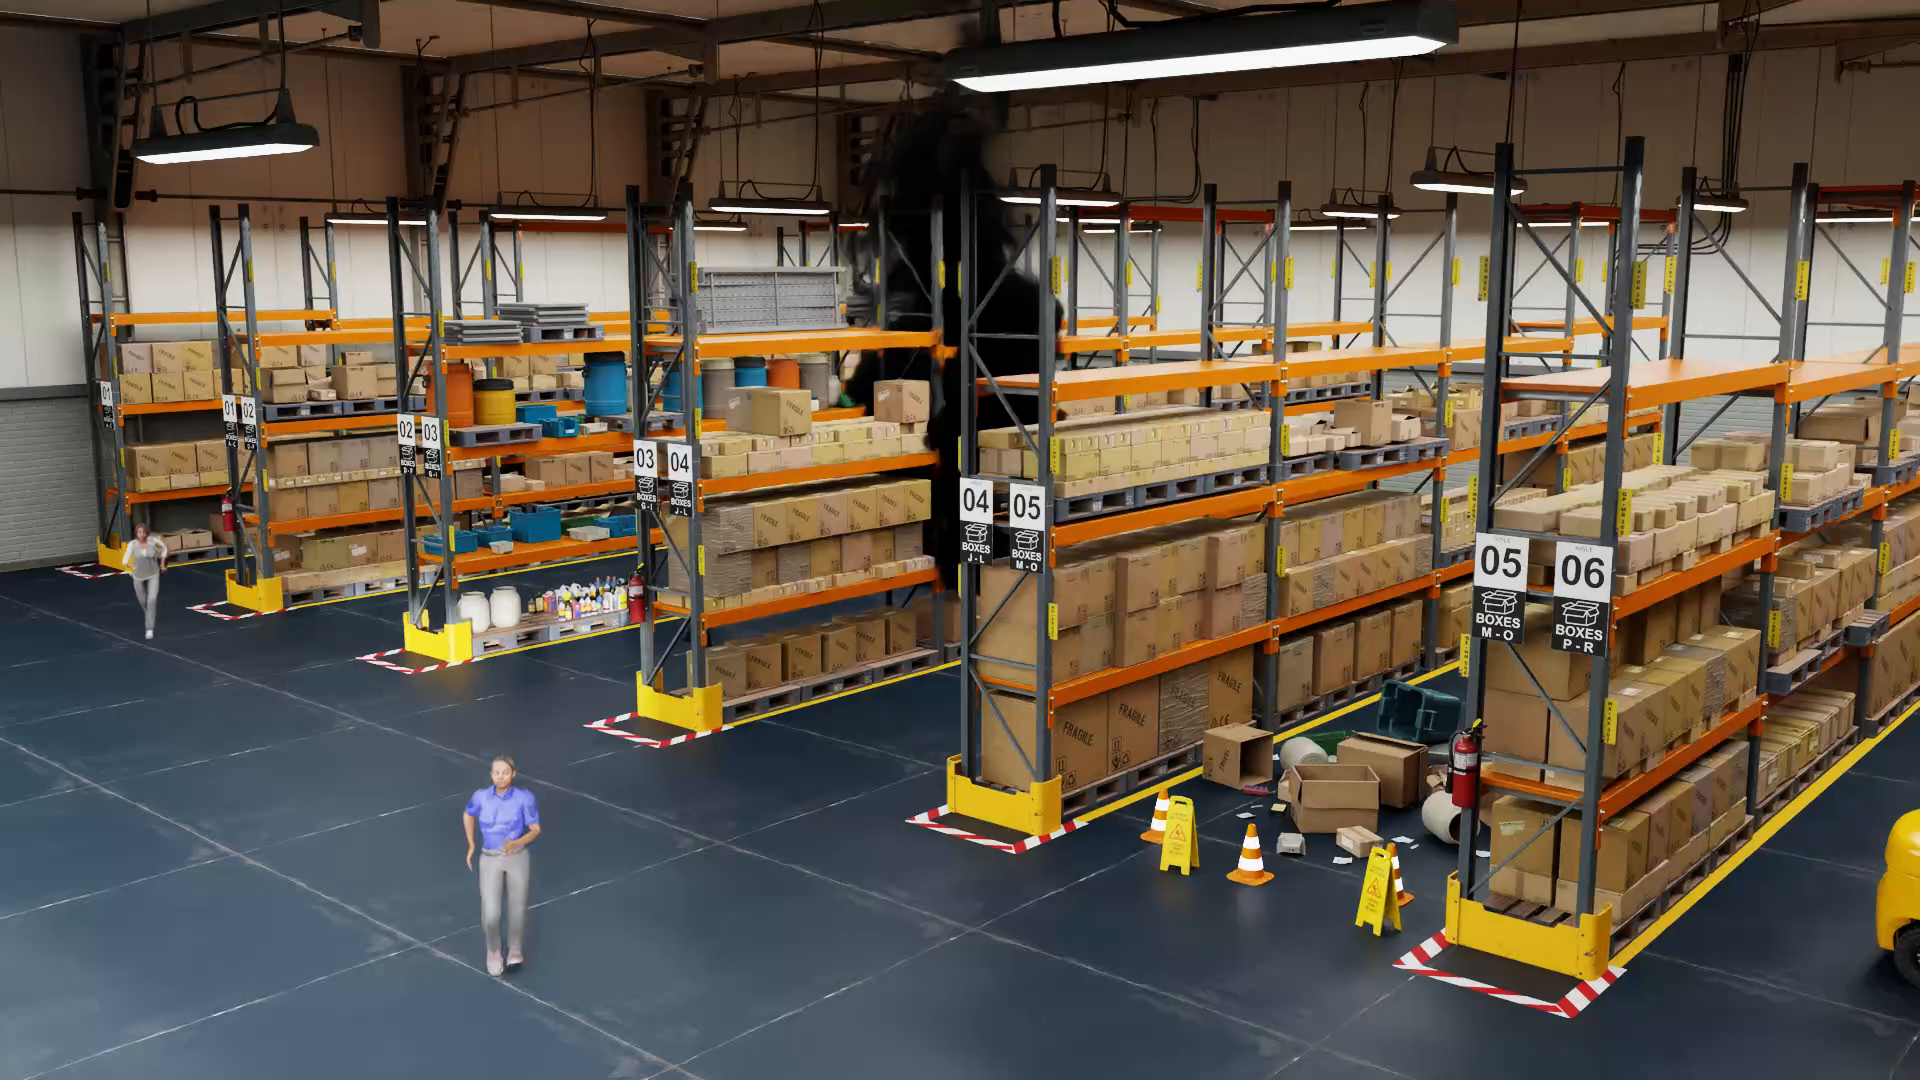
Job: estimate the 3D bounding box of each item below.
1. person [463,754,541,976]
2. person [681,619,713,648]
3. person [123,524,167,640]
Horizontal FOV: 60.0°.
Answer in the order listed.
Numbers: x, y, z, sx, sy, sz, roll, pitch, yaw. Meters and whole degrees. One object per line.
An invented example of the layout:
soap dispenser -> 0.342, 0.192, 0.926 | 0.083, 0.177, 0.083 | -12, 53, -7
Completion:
person -> -3.316, 2.381, 12.075 | 0.555, 1.630, 0.660 | -2, 10, -13
person -> -3.317, 0.912, 21.076 | 0.528, 1.561, 0.552 | 7, 12, 35
person -> -11.386, 0.551, 23.288 | 0.566, 1.617, 0.836 | -4, 10, -24
